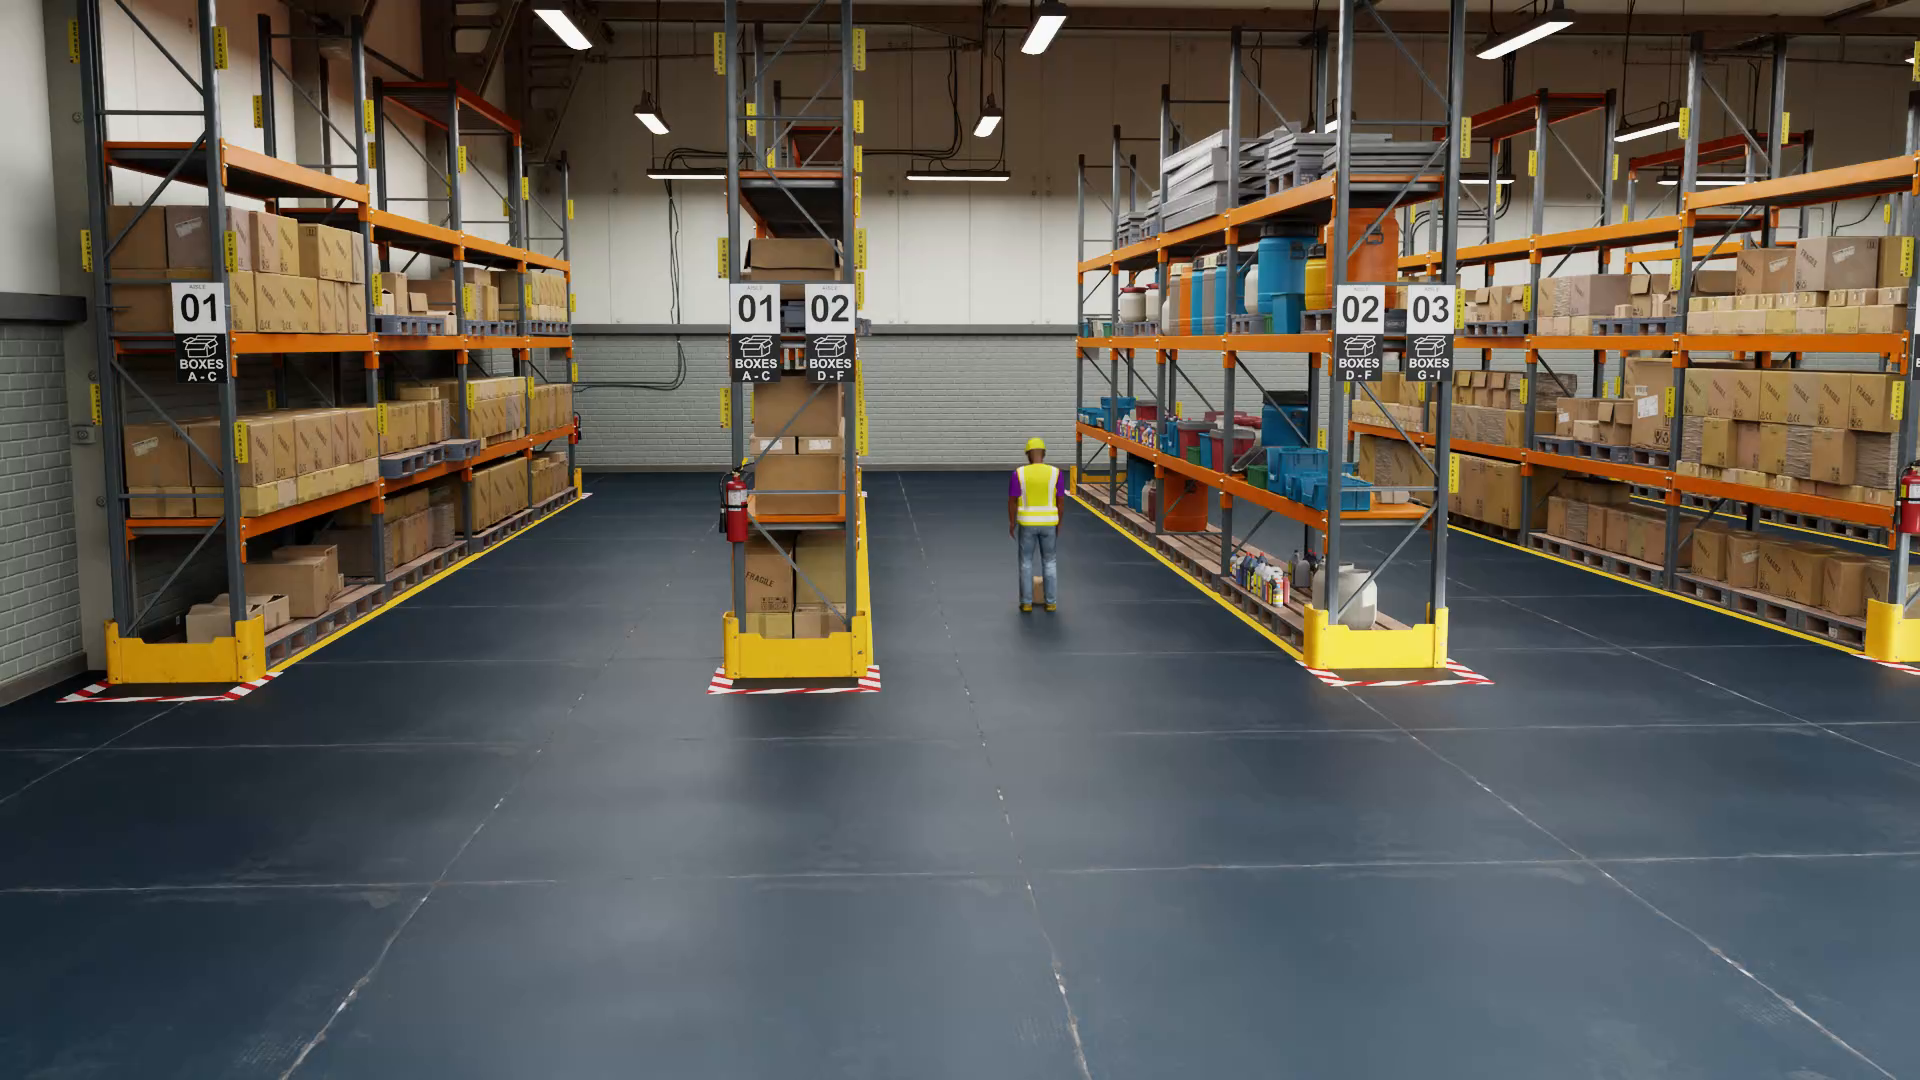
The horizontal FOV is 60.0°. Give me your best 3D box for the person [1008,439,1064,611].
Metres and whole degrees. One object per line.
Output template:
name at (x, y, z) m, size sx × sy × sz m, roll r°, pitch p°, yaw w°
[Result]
person at (0.776, -0.155, 17.006) m, size 0.571 × 1.759 × 0.379 m, roll 0°, pitch 7°, yaw -3°
